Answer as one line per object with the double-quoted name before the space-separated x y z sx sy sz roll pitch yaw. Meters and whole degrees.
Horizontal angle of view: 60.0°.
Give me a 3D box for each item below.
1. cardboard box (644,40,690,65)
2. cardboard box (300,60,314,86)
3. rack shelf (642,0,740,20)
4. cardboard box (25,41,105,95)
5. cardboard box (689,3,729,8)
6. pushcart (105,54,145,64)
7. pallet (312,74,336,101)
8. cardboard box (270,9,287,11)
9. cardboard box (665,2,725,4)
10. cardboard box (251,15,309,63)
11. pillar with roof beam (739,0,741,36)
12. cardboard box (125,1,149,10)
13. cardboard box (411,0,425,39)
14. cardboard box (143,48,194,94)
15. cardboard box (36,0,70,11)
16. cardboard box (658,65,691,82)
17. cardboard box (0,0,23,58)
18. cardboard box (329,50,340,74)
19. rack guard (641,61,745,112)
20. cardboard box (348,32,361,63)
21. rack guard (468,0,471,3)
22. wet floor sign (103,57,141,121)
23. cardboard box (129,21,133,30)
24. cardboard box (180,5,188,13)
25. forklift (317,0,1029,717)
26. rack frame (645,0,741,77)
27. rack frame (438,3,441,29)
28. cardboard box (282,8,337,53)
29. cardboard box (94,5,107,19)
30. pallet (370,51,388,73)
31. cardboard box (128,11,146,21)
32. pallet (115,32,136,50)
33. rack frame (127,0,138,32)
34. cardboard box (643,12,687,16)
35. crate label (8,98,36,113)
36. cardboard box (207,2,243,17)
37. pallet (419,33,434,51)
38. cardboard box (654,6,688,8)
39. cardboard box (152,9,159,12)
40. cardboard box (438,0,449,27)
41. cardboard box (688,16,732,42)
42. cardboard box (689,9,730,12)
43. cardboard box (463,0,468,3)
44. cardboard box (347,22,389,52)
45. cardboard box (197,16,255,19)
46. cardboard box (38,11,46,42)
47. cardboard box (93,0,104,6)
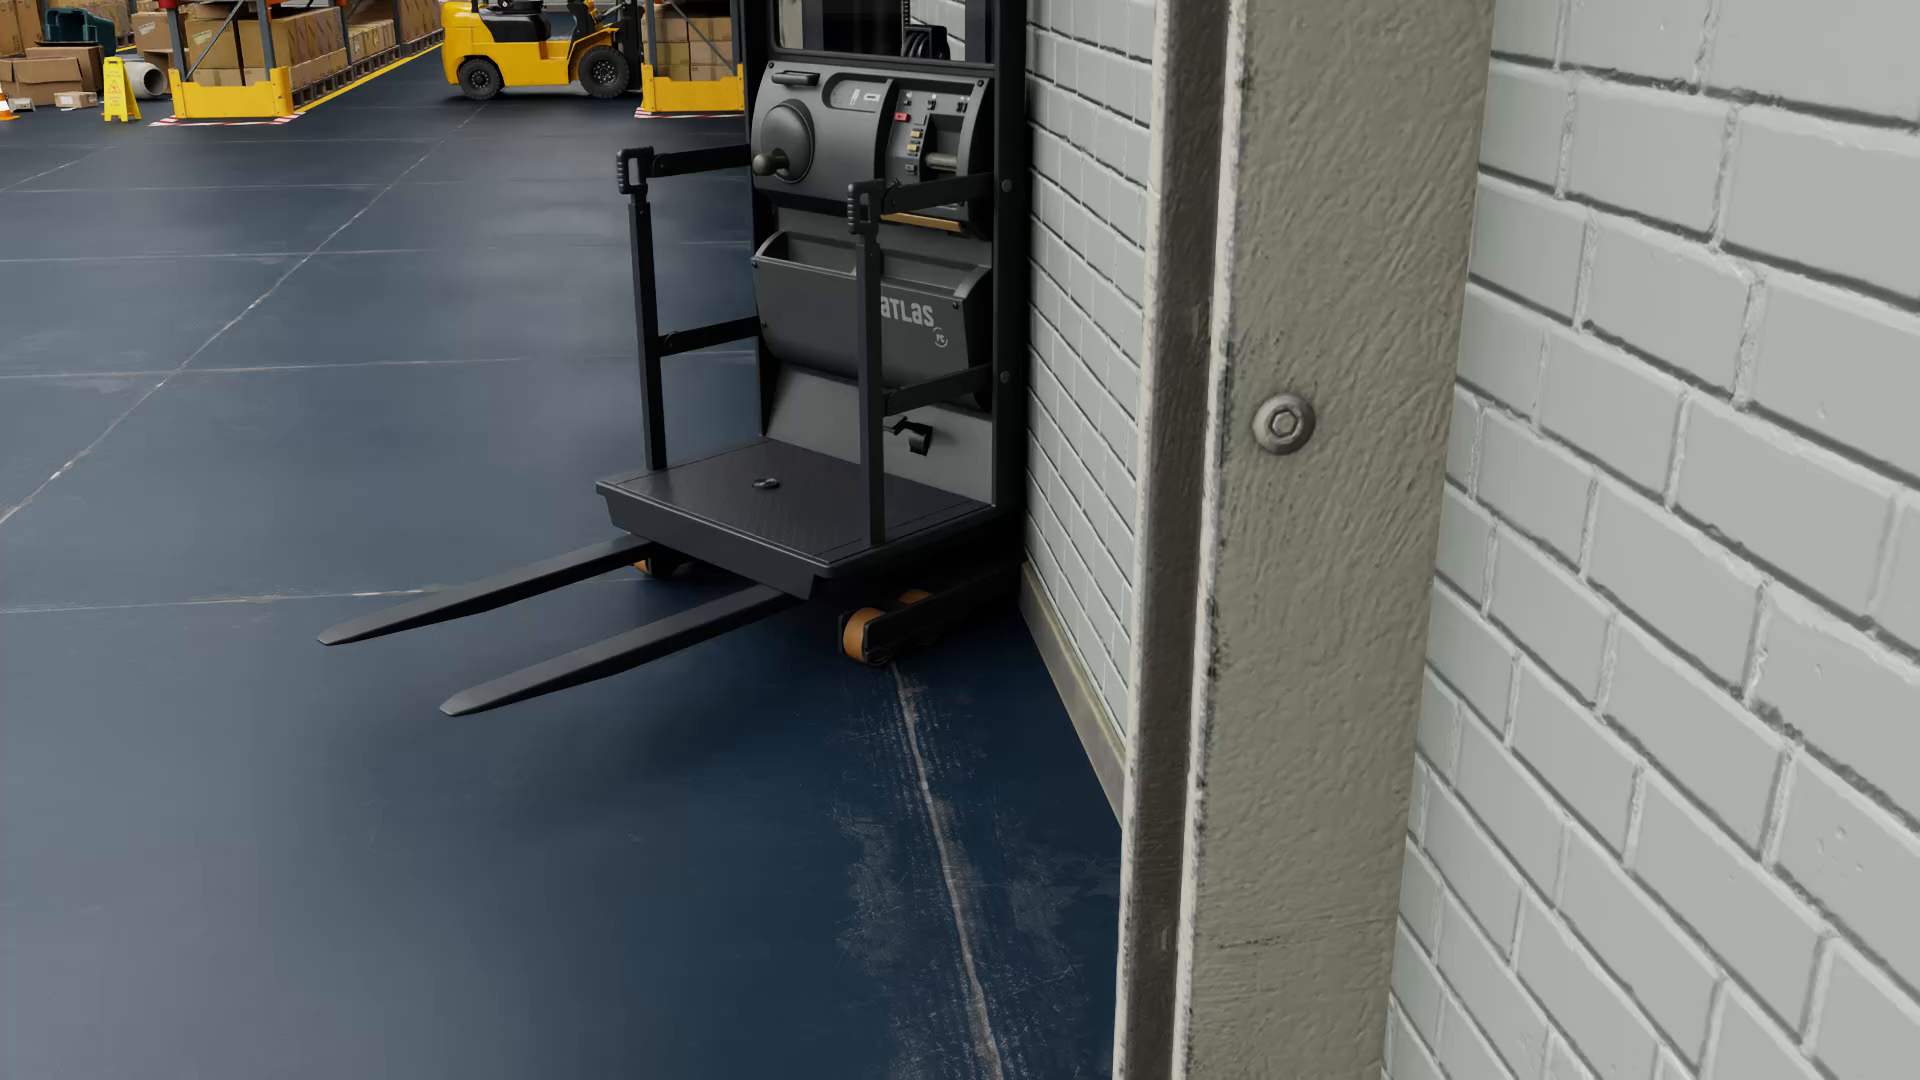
"cardboard box" -3.324 -5.534 18.862 0.500 0.250 0.500 -3 21 -8
"cardboard box" -7.765 -5.366 19.126 0.500 0.250 0.500 -2 21 -6
"rack shelf" -3.233 -6.594 20.113 1.077 0.370 4.000 -3 21 -8
"cardboard box" -10.757 -5.685 20.025 0.797 0.637 0.503 -3 21 -8
"cardboard box" -3.259 -6.840 21.644 0.500 0.250 0.500 -3 21 -7
"pushcart" -10.681 -6.011 21.272 1.648 0.377 0.936 -11 23 -26
"pallet" -8.121 -5.412 19.904 1.003 0.211 1.213 -3 21 -8
"cardboard box" -8.526 -6.229 20.366 0.500 0.500 0.500 -2 21 -6
"cardboard box" -3.919 -7.651 24.706 0.875 0.625 0.625 -2 21 -6
"cardboard box" -7.782 -5.729 19.027 0.500 0.500 0.500 -4 21 -10
"pillar with roof beam" -8.143 -13.273 28.393 9.100 9.000 0.400 -3 21 -8
"cardboard box" -14.380 -9.310 28.981 0.380 0.149 0.250 -3 21 -9
"cardboard box" -9.151 -8.511 26.653 0.875 0.875 0.875 -3 21 -7
"cardboard box" -9.624 -5.763 20.427 0.500 0.500 0.500 12 24 29
"cardboard box" -13.753 -8.100 25.018 0.500 0.250 0.500 -4 21 -10
"cardboard box" -3.325 -5.294 18.934 0.500 0.250 0.500 -3 21 -7
"cardboard box" -13.765 -7.097 23.047 1.050 0.750 0.750 -3 21 -7
"cardboard box" -7.995 -5.906 20.571 0.500 0.250 0.500 -3 21 -9
"rack guard" -2.941 -5.060 18.548 1.175 0.500 0.348 -3 21 -8
"cardboard box" -8.510 -6.519 22.040 0.950 0.372 0.625 -3 21 -7
"rack guard" -10.166 -10.364 32.751 1.175 0.500 0.348 -3 21 -8
"wet floor sign" -8.887 -4.765 17.551 0.267 0.644 0.232 4 21 11
"cardboard box" -14.204 -8.861 28.628 0.380 0.149 0.250 -4 21 -10
"cardboard box" -14.611 -9.895 30.970 0.380 0.149 0.250 -4 21 -10
"forklift" -0.425 -1.214 4.776 1.130 2.935 3.031 18 27 40
"rack frame" -2.944 -6.239 18.133 1.000 3.000 0.127 -3 21 -8
"rack frame" -9.586 -10.142 28.583 1.000 3.000 0.127 -3 21 -8
"cardboard box" -8.006 -6.265 20.460 0.500 0.500 0.500 -3 21 -7
"cardboard box" -13.970 -8.284 26.581 0.500 0.500 0.500 -3 21 -9
"pallet" -8.725 -6.759 23.510 1.003 0.211 1.213 -3 21 -8
"cardboard box" -14.205 -9.000 28.574 0.380 0.149 0.250 -2 21 -5
"pallet" -14.356 -8.282 27.588 1.003 0.211 1.213 -3 21 -8
"rack frame" -14.469 -9.857 27.821 1.000 3.000 0.127 -3 21 -8
"cardboard box" -3.482 -6.110 19.689 0.500 0.250 0.500 -3 21 -7
"crate label" -10.418 -4.825 18.440 0.250 0.136 0.298 -15 25 -35
"cardboard box" -8.382 -6.026 18.894 0.380 0.149 0.250 -3 21 -7
"pallet" -9.221 -8.149 27.233 1.003 0.211 1.213 -3 21 -8
"cardboard box" -3.698 -6.640 21.108 0.500 0.250 0.500 -3 21 -8
"cardboard box" -14.453 -9.355 29.526 0.380 0.149 0.250 -2 21 -5
"cardboard box" -9.570 -9.361 29.555 0.875 0.438 0.875 -3 21 -9
"cardboard box" -2.826 -5.792 18.837 0.500 0.250 0.500 -3 21 -9
"cardboard box" -3.031 -6.316 20.241 0.500 0.250 0.500 -3 21 -9
"cardboard box" -9.968 -10.300 32.068 0.875 0.438 0.875 -4 21 -10
"cardboard box" -8.823 -7.272 24.054 0.950 0.372 0.625 -3 21 -9
"cardboard box" -8.308 -5.692 18.927 0.500 0.500 0.500 -2 21 -6
"cardboard box" -13.742 -7.756 25.167 0.500 0.500 0.500 -4 21 -10
"cardboard box" -13.961 -8.628 26.431 0.500 0.250 0.500 -4 21 -10
